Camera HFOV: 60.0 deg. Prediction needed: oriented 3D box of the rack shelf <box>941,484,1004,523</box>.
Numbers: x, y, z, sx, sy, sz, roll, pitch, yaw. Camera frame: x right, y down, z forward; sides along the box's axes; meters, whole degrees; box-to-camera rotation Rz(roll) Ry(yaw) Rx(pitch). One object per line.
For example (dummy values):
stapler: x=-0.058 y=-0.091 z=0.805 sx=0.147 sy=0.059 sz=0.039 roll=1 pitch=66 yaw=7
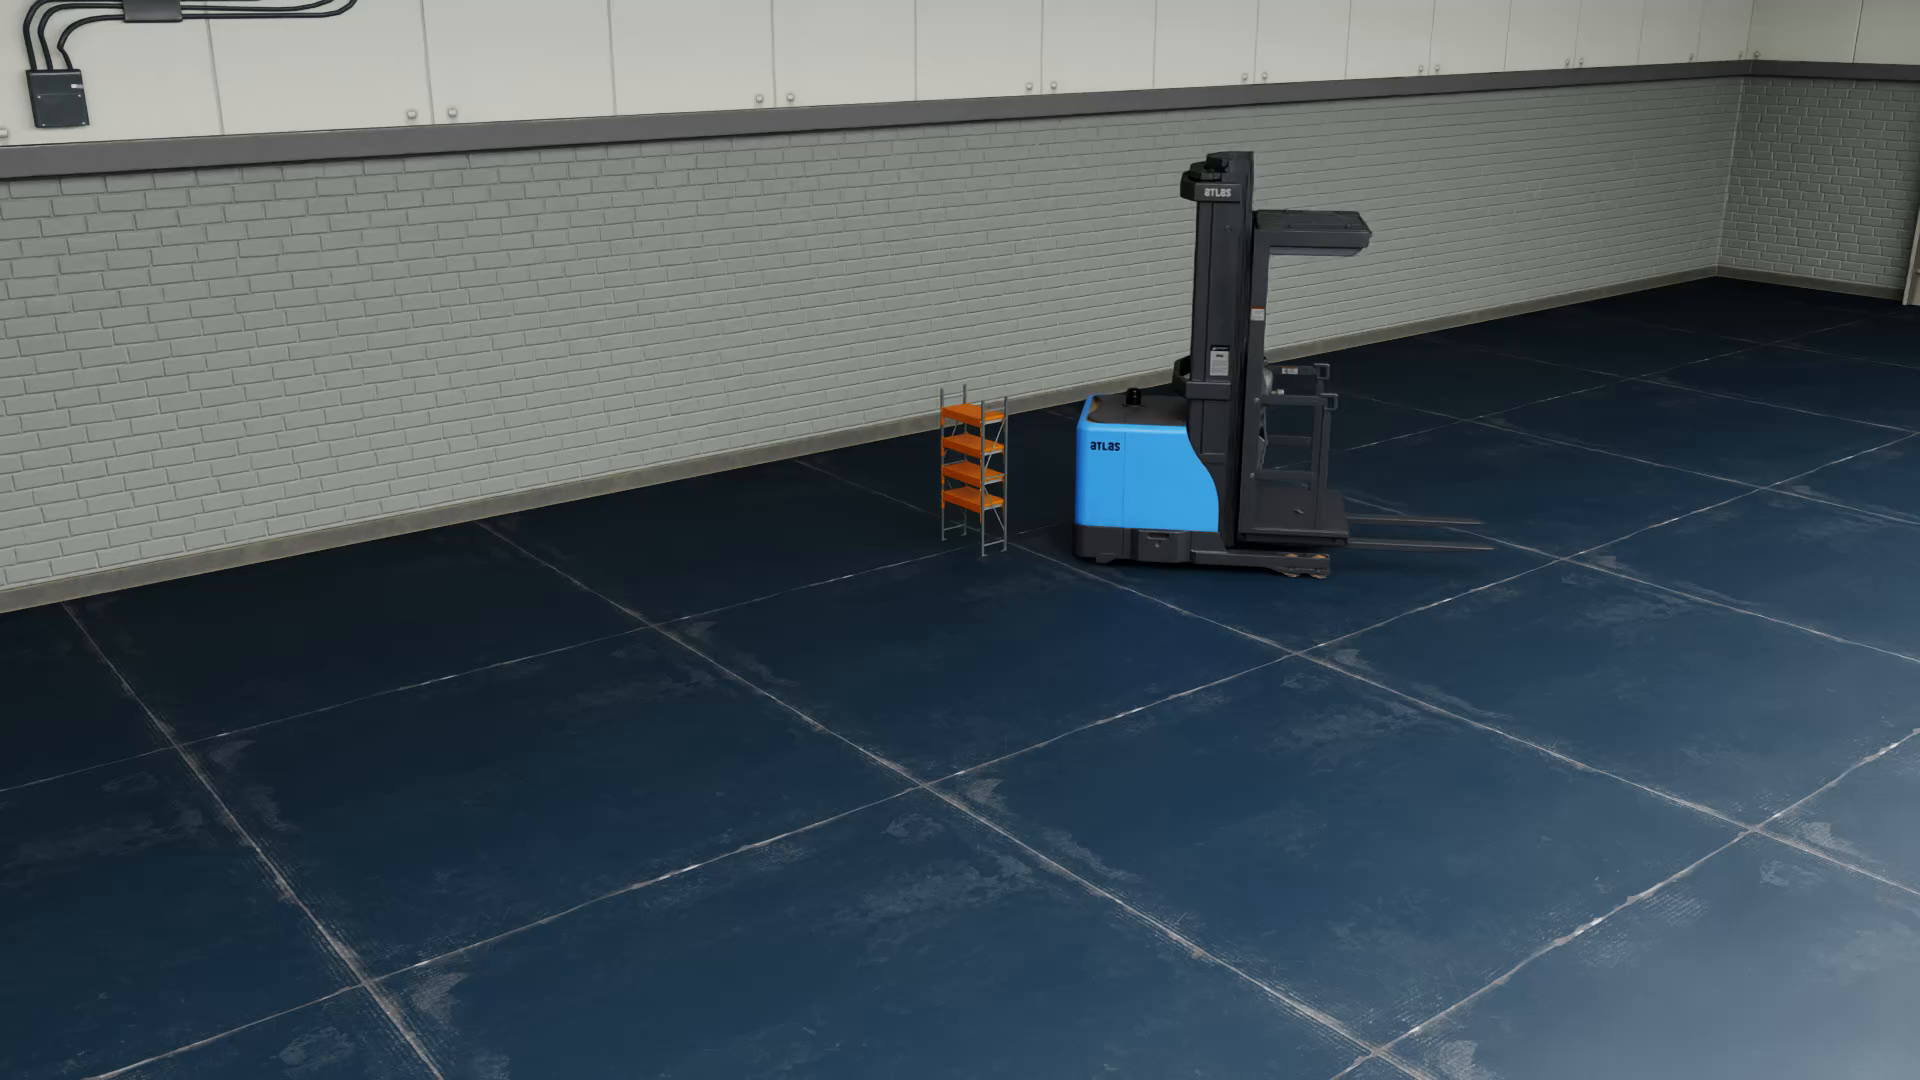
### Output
rack shelf: x=0.103 y=-0.276 z=12.634 sx=0.258 sy=0.148 sz=0.480 roll=-14 pitch=23 yaw=-36

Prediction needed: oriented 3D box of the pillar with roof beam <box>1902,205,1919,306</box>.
pillar with roof beam: x=9.604 y=-6.600 z=18.479 sx=9.100 sy=9.000 sz=0.400 roll=-14 pitch=23 yaw=-36

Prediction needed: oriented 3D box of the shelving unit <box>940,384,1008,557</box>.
shelving unit: x=0.103 y=-0.529 z=12.551 sx=0.258 sy=1.200 sz=0.503 roll=-14 pitch=23 yaw=-36

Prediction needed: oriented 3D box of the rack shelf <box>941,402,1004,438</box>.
rack shelf: x=0.103 y=-0.902 z=12.427 sx=0.258 sy=0.148 sz=0.480 roll=-14 pitch=23 yaw=-36

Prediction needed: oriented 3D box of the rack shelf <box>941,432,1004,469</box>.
rack shelf: x=0.103 y=-0.677 z=12.502 sx=0.258 sy=0.148 sz=0.480 roll=-14 pitch=23 yaw=-36

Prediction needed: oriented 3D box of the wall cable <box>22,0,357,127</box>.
wall cable: x=-5.055 y=-5.740 z=10.471 sx=2.305 sy=6.003 sz=0.169 roll=-14 pitch=23 yaw=-36

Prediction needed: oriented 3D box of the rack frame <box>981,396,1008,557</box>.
rack frame: x=0.254 y=-0.469 z=12.369 sx=0.240 sy=1.200 sz=0.015 roll=-14 pitch=23 yaw=-36

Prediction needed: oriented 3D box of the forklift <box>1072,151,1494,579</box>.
forklift: x=2.393 y=-1.293 z=12.103 sx=3.031 sy=2.935 sz=1.130 roll=3 pitch=19 yaw=8

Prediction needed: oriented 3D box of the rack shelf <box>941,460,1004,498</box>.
rack shelf: x=0.103 y=-0.465 z=12.572 sx=0.258 sy=0.148 sz=0.480 roll=-14 pitch=23 yaw=-36

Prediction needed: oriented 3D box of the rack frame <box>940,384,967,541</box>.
rack frame: x=-0.049 y=-0.589 z=12.732 sx=0.240 sy=1.200 sz=0.015 roll=-14 pitch=23 yaw=-36
